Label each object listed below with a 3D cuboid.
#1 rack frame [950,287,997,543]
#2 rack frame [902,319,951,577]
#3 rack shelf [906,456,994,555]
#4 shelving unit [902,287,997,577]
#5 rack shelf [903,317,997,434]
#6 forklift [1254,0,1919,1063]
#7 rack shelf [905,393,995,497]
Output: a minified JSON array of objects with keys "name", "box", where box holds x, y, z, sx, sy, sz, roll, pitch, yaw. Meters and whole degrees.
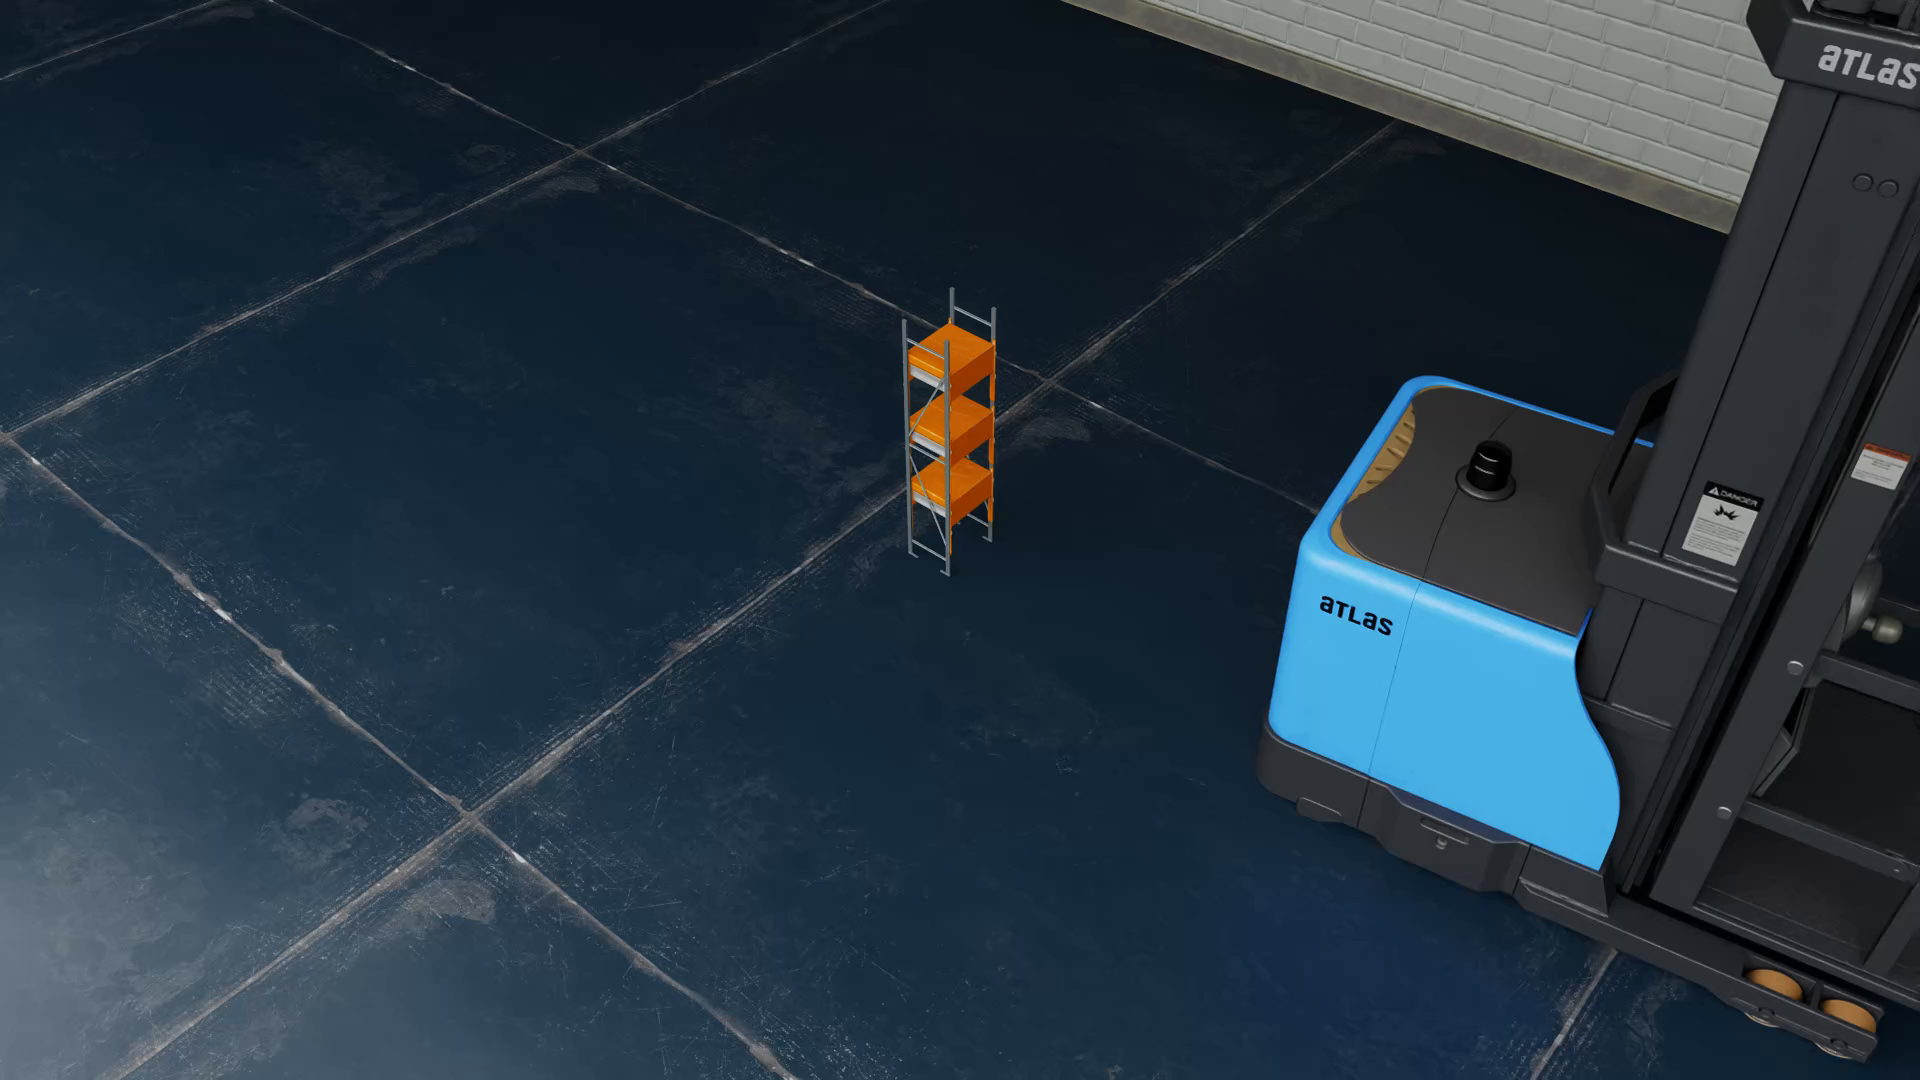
[{"name":"rack frame","box":[0.044,-0.424,5.936,0.200,1.050,0.008,29,50,28]},{"name":"rack frame","box":[-0.113,-0.298,5.797,0.200,1.050,0.008,29,50,28]},{"name":"rack shelf","box":[-0.034,-0.147,6.061,0.215,0.259,0.240,29,50,28]},{"name":"shelving unit","box":[-0.034,-0.361,5.867,0.215,1.050,0.252,29,50,28]},{"name":"rack shelf","box":[-0.034,-0.563,5.683,0.215,0.259,0.240,29,50,28]},{"name":"forklift","box":[2.474,-0.049,4.125,3.031,2.935,1.130,22,47,22]},{"name":"rack shelf","box":[-0.034,-0.353,5.874,0.215,0.259,0.240,29,50,28]}]
